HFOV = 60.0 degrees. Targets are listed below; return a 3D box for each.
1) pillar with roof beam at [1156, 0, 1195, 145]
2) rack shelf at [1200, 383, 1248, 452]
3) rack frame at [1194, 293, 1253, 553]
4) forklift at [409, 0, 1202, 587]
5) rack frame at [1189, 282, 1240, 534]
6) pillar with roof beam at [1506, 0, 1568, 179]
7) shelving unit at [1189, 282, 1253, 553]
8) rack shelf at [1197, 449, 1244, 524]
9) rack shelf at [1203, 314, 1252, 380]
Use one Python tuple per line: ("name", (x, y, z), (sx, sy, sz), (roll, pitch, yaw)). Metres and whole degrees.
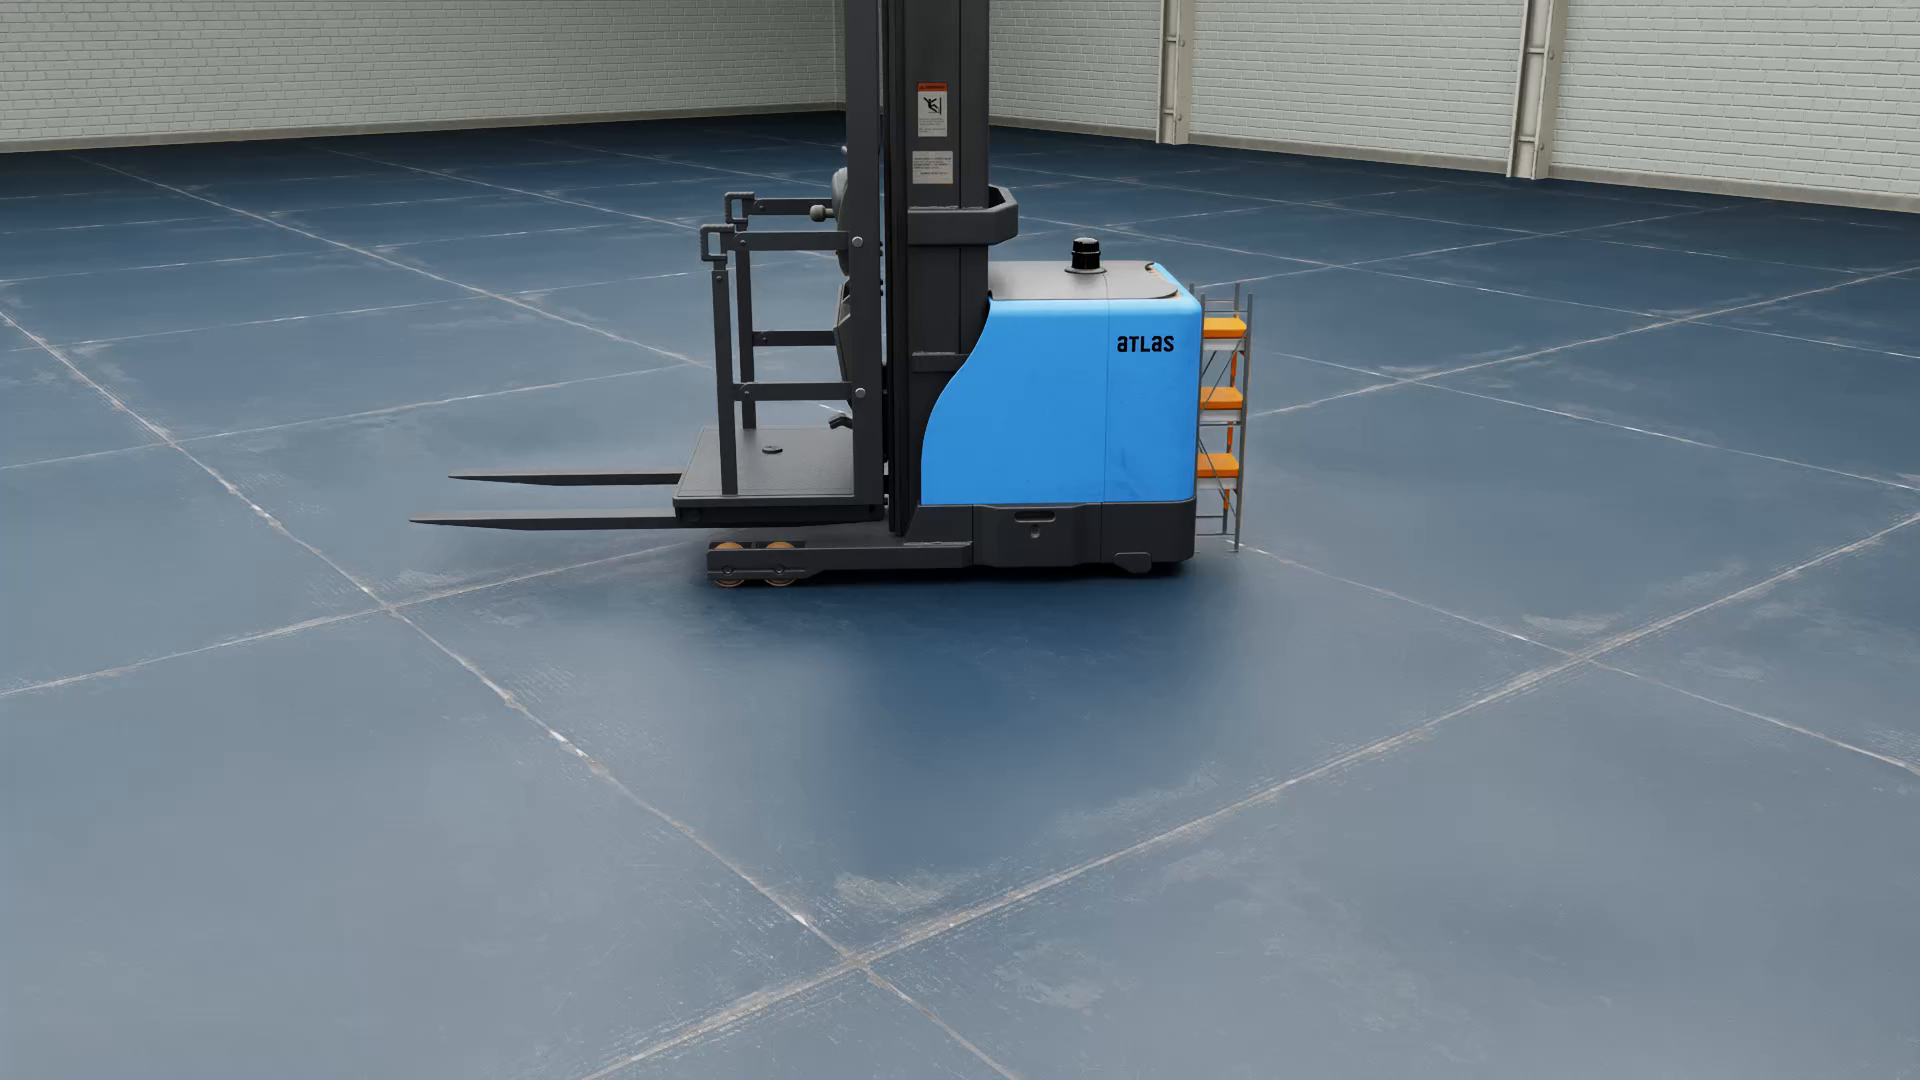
("pillar with roof beam", (-0.234, -9.298, 20.627), (9.100, 9.000, 0.400), (-14, 23, -36))
("rack shelf", (1.019, -0.477, 6.665), (0.215, 0.259, 0.240), (-1, 18, -2))
("rack frame", (1.024, -0.448, 6.546), (0.200, 1.050, 0.008), (-1, 18, -2))
("forklift", (-0.622, -1.383, 6.375), (3.031, 2.935, 1.130), (-1, 18, -2))
("rack frame", (1.013, -0.525, 6.778), (0.200, 1.050, 0.008), (-1, 18, -2))
("pillar with roof beam", (3.491, -7.820, 16.162), (9.100, 9.000, 0.400), (-14, 23, -36))
("shelving unit", (1.019, -0.487, 6.662), (0.215, 1.050, 0.252), (-1, 18, -2))
("rack shelf", (1.019, -0.213, 6.753), (0.215, 0.259, 0.240), (-1, 18, -2))
("rack shelf", (1.019, -0.746, 6.576), (0.215, 0.259, 0.240), (-1, 18, -2))
